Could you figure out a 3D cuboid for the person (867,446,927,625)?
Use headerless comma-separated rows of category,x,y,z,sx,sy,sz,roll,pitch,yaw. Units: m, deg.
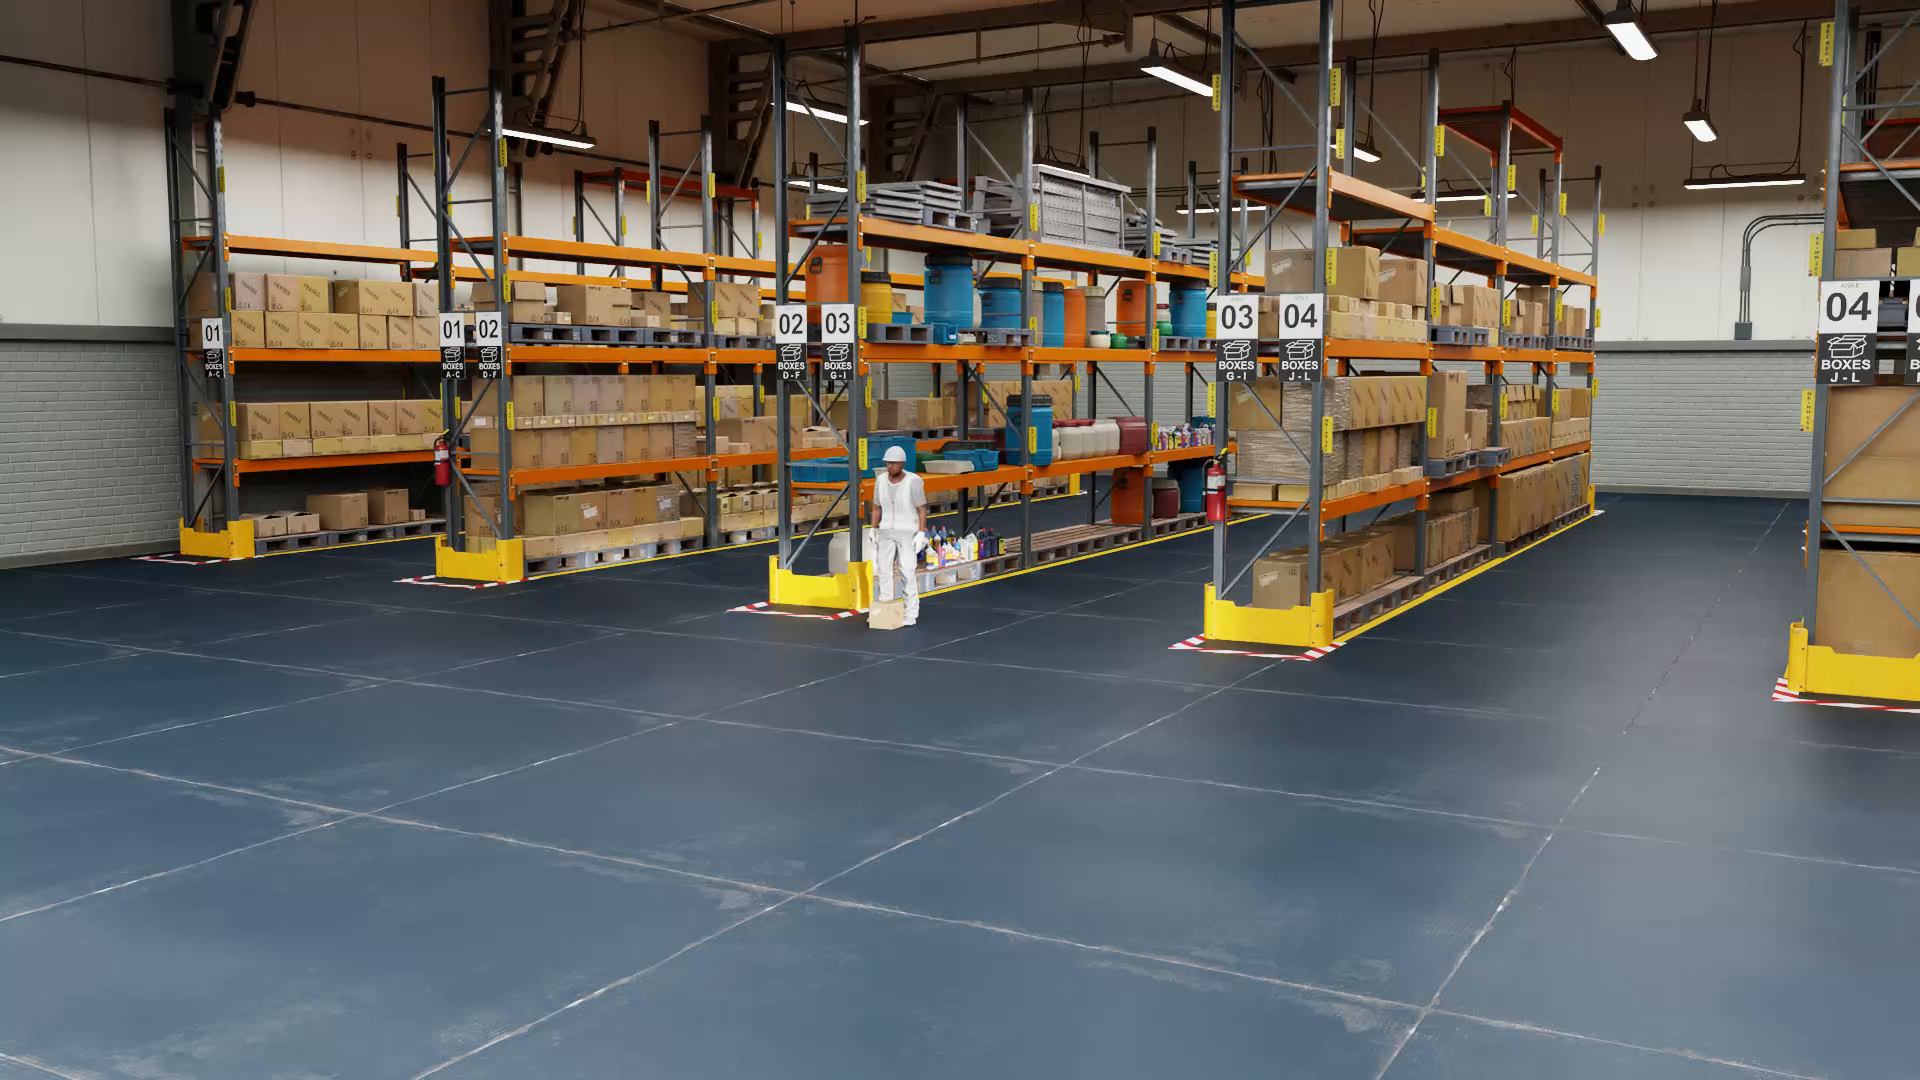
person,-0.624,-0.045,16.471,0.621,1.773,0.453,3,7,28
